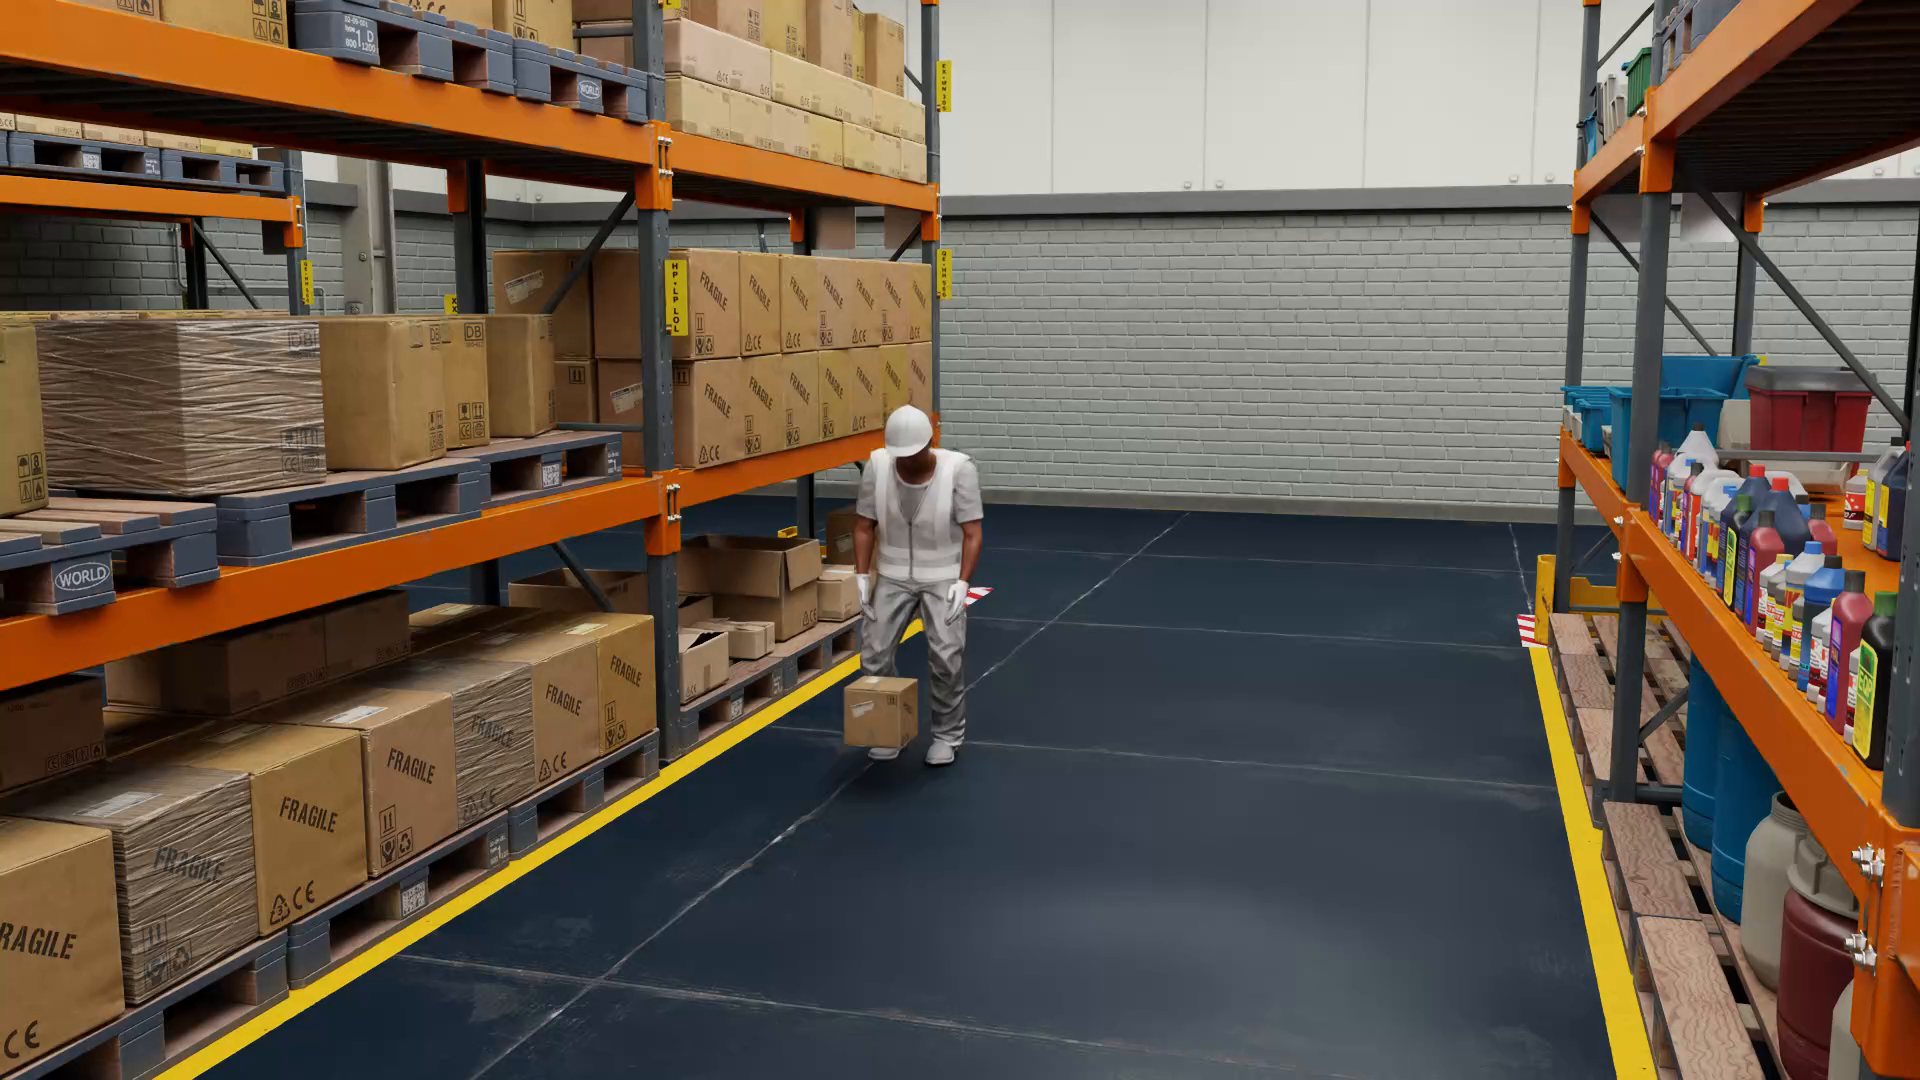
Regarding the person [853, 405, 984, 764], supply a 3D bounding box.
[{"bbox_3d":[-0.176,0.196,7.468,0.596,1.624,0.606,3,9,17],"label":"person"}]
